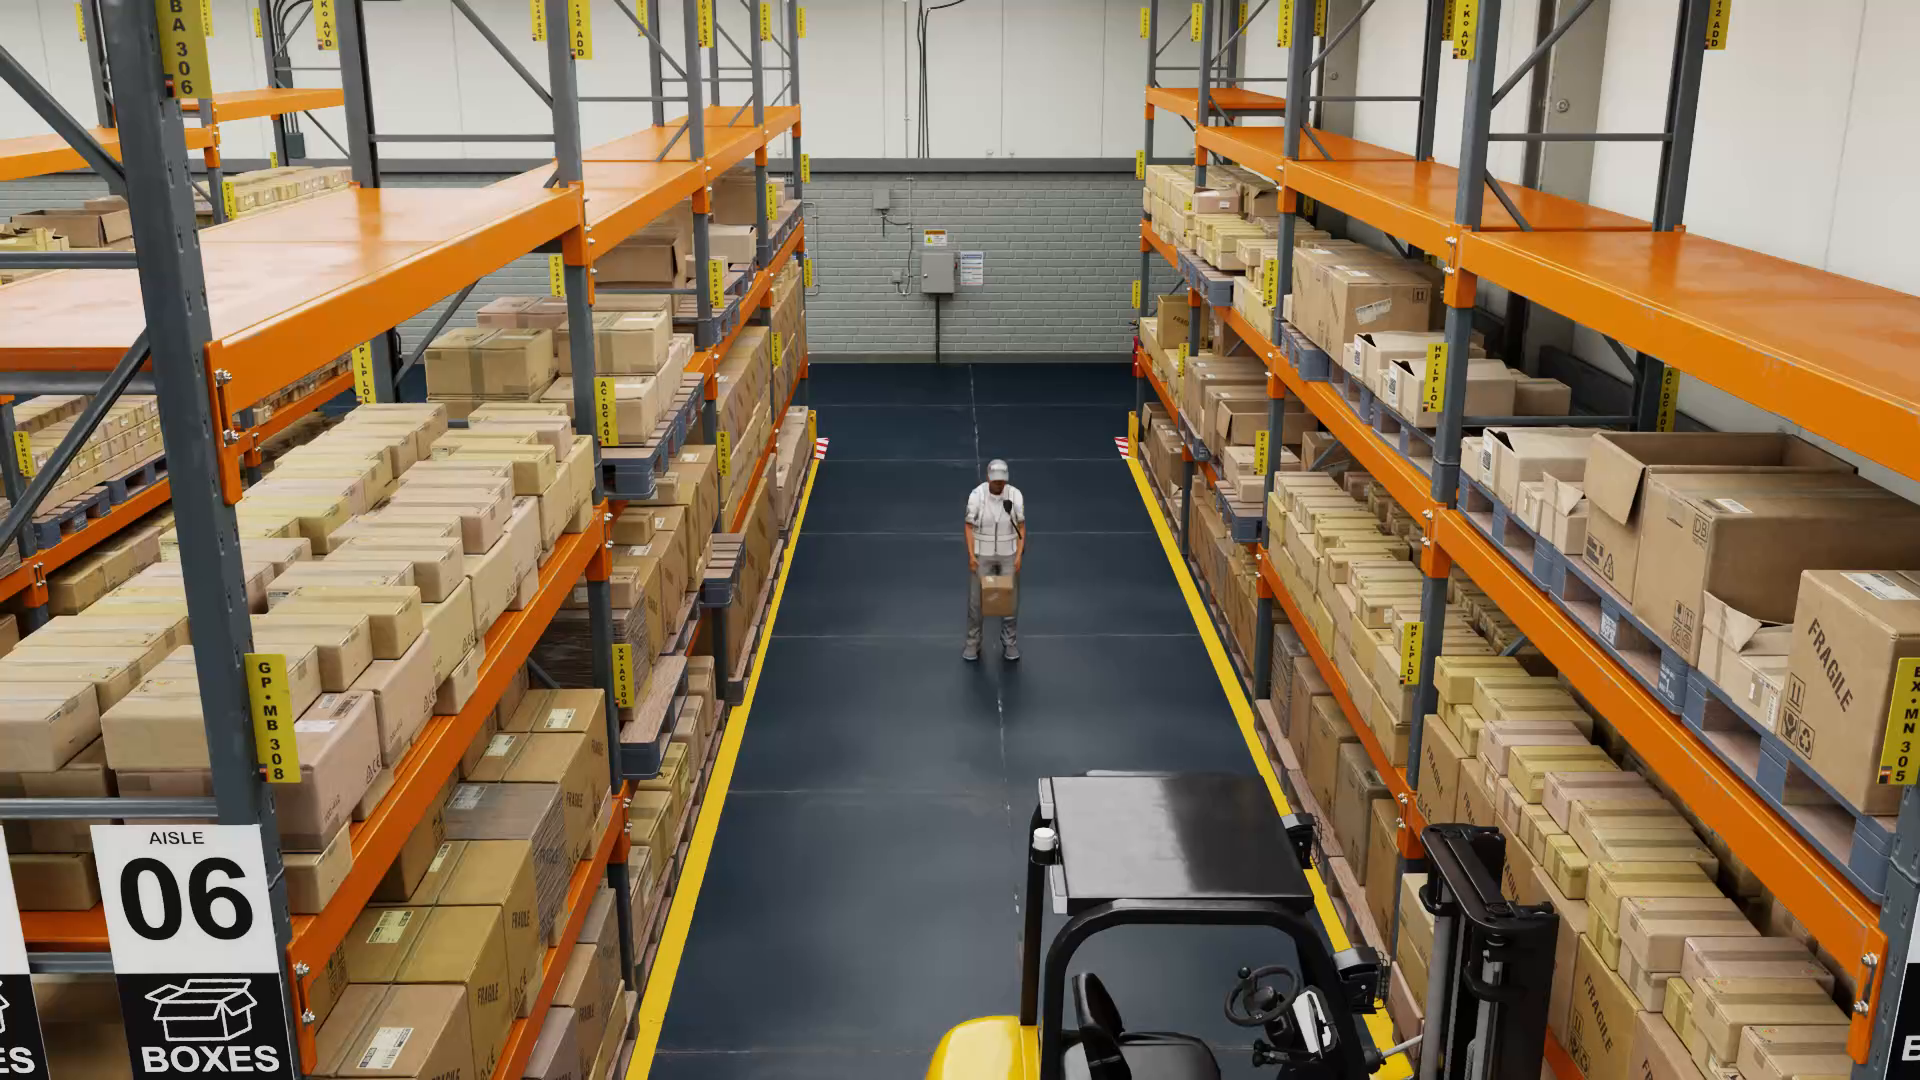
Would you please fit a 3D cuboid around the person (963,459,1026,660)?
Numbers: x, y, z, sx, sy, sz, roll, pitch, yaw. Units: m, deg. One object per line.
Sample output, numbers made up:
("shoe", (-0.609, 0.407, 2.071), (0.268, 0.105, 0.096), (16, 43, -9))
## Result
("person", (0.279, 0.142, 13.571), (0.521, 1.671, 0.429), (-1, 17, -2))
